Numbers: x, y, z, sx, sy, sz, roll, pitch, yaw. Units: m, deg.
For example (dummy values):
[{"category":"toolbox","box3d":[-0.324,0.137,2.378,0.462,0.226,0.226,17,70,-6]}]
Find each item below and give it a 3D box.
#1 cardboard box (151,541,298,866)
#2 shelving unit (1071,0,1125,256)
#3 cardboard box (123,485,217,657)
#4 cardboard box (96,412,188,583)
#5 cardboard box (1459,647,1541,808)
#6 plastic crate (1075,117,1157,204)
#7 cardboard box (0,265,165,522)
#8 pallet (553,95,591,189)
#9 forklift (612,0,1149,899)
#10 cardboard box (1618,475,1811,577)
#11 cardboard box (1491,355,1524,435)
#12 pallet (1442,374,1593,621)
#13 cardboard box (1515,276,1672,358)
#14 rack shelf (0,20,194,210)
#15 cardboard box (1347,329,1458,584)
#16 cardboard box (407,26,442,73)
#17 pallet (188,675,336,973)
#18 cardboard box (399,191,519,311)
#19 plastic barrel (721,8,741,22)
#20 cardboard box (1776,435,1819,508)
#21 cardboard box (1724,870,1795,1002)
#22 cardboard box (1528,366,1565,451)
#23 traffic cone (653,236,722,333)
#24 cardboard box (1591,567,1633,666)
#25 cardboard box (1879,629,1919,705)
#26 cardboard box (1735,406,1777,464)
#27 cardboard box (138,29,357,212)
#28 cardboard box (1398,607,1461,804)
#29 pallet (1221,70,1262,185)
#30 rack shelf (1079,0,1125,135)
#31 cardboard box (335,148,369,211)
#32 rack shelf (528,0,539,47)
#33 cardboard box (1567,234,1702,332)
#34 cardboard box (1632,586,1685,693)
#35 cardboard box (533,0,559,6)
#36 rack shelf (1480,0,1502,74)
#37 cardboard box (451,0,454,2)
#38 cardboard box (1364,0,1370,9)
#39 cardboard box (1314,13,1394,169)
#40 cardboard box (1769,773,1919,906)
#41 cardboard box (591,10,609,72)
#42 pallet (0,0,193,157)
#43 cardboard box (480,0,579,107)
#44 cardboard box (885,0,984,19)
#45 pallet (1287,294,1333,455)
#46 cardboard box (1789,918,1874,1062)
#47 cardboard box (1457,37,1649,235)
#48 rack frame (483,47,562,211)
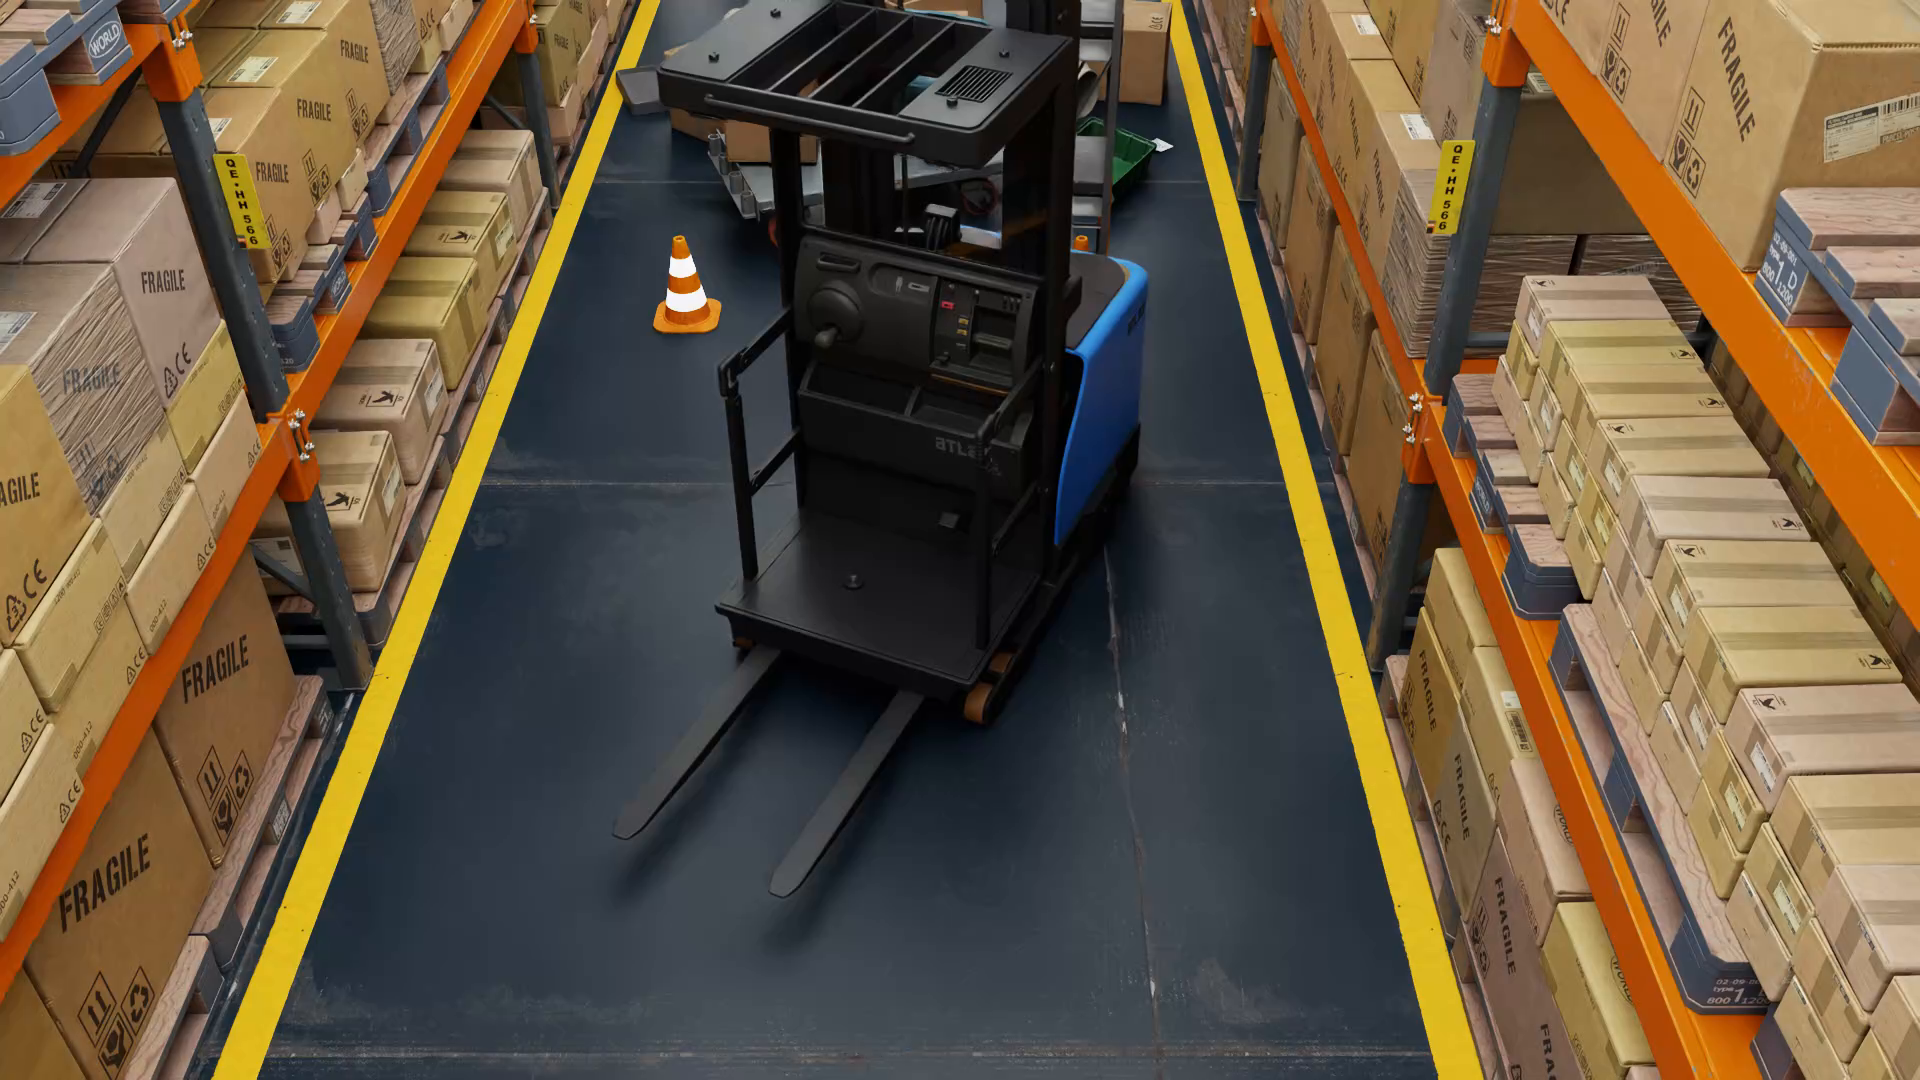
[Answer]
[{"category":"cardboard box","box3d":[-2.905,0.485,5.610,0.875,0.875,0.875,0,39,0]},{"category":"shelving unit","box3d":[0.464,-1.523,7.462,0.431,2.100,0.503,3,38,3]},{"category":"cardboard box","box3d":[-2.546,0.081,4.870,0.500,0.250,0.500,1,39,1]},{"category":"cardboard box","box3d":[-2.564,-0.126,4.729,0.500,0.250,0.500,-1,39,-1]},{"category":"cardboard box","box3d":[1.887,0.588,5.181,0.500,0.250,0.500,0,39,-1]},{"category":"plastic crate","box3d":[0.813,-2.214,9.816,0.450,0.188,0.662,27,45,16]},{"category":"cardboard box","box3d":[-2.551,-0.398,4.468,0.500,0.500,0.500,1,39,1]},{"category":"pallet","box3d":[-2.863,-2.446,10.133,1.003,0.211,1.213,0,39,0]},{"category":"forklift","box3d":[-0.258,-0.748,5.840,1.130,2.935,3.031,16,41,19]},{"category":"cardboard box","box3d":[1.935,-0.032,4.281,0.380,0.149,0.250,2,39,2]},{"category":"cardboard box","box3d":[1.926,-0.465,5.297,0.380,0.149,0.250,-1,39,-1]},{"category":"pallet","box3d":[2.235,-0.159,5.203,1.213,0.211,1.003,0,39,0]},{"category":"cardboard box","box3d":[1.934,-0.686,5.096,0.380,0.149,0.250,0,39,0]},{"category":"rack shelf","box3d":[-2.820,-0.252,3.342,1.077,0.370,4.000,0,39,0]},{"category":"cardboard box","box3d":[2.217,-0.346,6.747,1.050,0.750,0.750,-1,39,-1]},{"category":"cardboard box","box3d":[-2.564,-2.220,7.487,0.380,0.149,0.250,0,39,0]},{"category":"pallet","box3d":[-2.897,0.969,5.873,1.003,0.211,1.213,0,39,0]},{"category":"cardboard box","box3d":[-2.820,-1.475,8.457,0.950,0.372,0.625,2,39,3]},{"category":"plastic barrel","box3d":[-1.315,-3.320,11.054,0.512,0.421,0.421,28,46,30]},{"category":"cardboard box","box3d":[2.588,-0.221,4.755,0.380,0.149,0.250,1,39,1]},{"category":"cardboard box","box3d":[1.928,0.859,3.645,0.380,0.149,0.250,-2,39,-2]},{"category":"cardboard box","box3d":[1.930,-0.389,4.964,0.380,0.149,0.250,2,39,2]},{"category":"traffic cone","box3d":[-1.426,-1.350,8.564,0.336,0.463,0.334,0,39,0]},{"category":"cardboard box","box3d":[1.932,0.206,4.459,0.380,0.149,0.250,1,39,1]},{"category":"cardboard box","box3d":[2.584,0.365,4.261,0.380,0.149,0.250,1,39,1]},{"category":"cardboard box","box3d":[2.586,-0.282,5.068,0.380,0.149,0.250,0,39,0]},{"category":"cardboard box","box3d":[-2.599,-1.539,6.118,0.500,0.500,0.500,2,39,2]},{"category":"cardboard box","box3d":[1.873,0.575,5.797,0.500,0.500,0.500,-2,39,-2]},{"category":"pallet","box3d":[2.200,-2.568,10.286,1.003,0.211,1.213,0,39,0]},{"category":"rack shelf","box3d":[0.469,-2.065,7.042,0.431,0.518,0.480,3,38,3]},{"category":"cardboard box","box3d":[-2.538,-1.402,6.466,0.380,0.149,0.250,0,39,0]},{"category":"rack shelf","box3d":[-2.829,-4.084,10.523,1.077,0.370,4.000,0,39,0]},{"category":"cardboard box","box3d":[2.397,-0.999,6.019,0.500,0.500,0.500,0,39,0]},{"category":"cardboard box","box3d":[1.930,0.246,4.171,0.380,0.149,0.250,0,39,0]},{"category":"cardboard box","box3d":[-2.498,-3.198,9.587,0.380,0.149,0.250,0,39,1]},{"category":"rack shelf","box3d":[2.125,-2.820,6.547,1.077,0.370,4.000,0,39,0]},{"category":"cardboard box","box3d":[-2.595,-2.834,7.734,0.500,0.500,0.500,0,39,0]},{"category":"cardboard box","box3d":[2.132,-2.662,7.293,0.700,0.500,0.500,0,39,0]},{"category":"cardboard box","box3d":[1.854,-1.945,7.198,0.500,0.500,0.500,1,39,1]},{"category":"cardboard box","box3d":[1.940,0.626,3.460,0.380,0.149,0.250,-1,39,-2]},{"category":"cardboard box","box3d":[-2.573,-3.240,10.757,0.500,0.250,0.500,-1,39,-1]},{"category":"pallet","box3d":[-2.769,-1.307,4.235,1.213,0.211,1.003,2,39,2]},{"category":"cardboard box","box3d":[-2.558,-2.867,9.692,0.500,0.500,0.500,2,39,2]},{"category":"cardboard box","box3d":[-0.298,-3.545,11.271,0.797,0.503,0.637,-28,46,-30]},{"category":"pallet","box3d":[2.203,-0.845,8.136,1.003,0.211,1.213,0,39,0]},{"category":"cardboard box","box3d":[1.931,0.900,3.355,0.380,0.149,0.250,-1,39,-2]},{"category":"cardboard box","box3d":[2.137,-1.389,5.706,0.700,0.500,0.500,0,39,0]},{"category":"rack frame","box3d":[-2.827,-3.114,8.737,1.000,3.000,0.127,0,39,0]}]
